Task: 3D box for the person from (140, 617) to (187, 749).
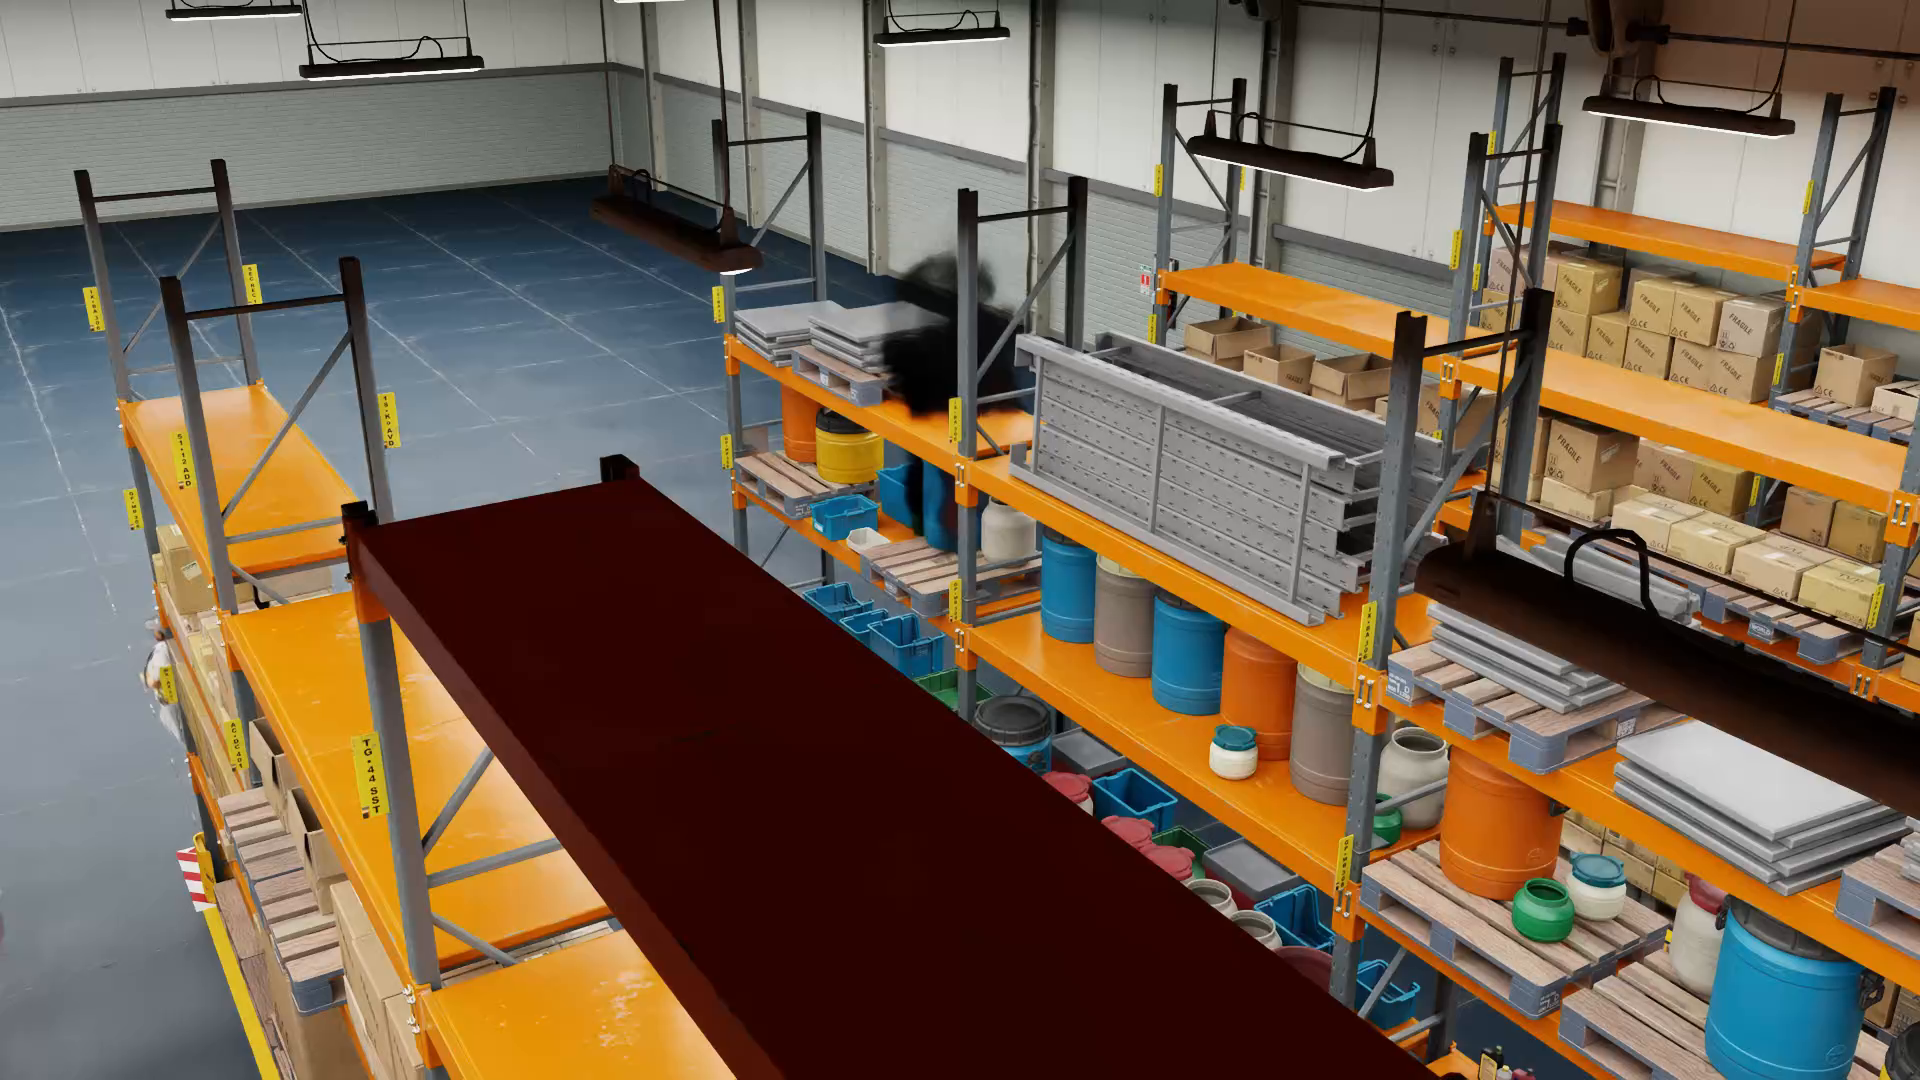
[{"bbox_3d":[-7.308,1.464,15.526,0.640,1.655,0.583,3,22,6],"label":"person"}]
